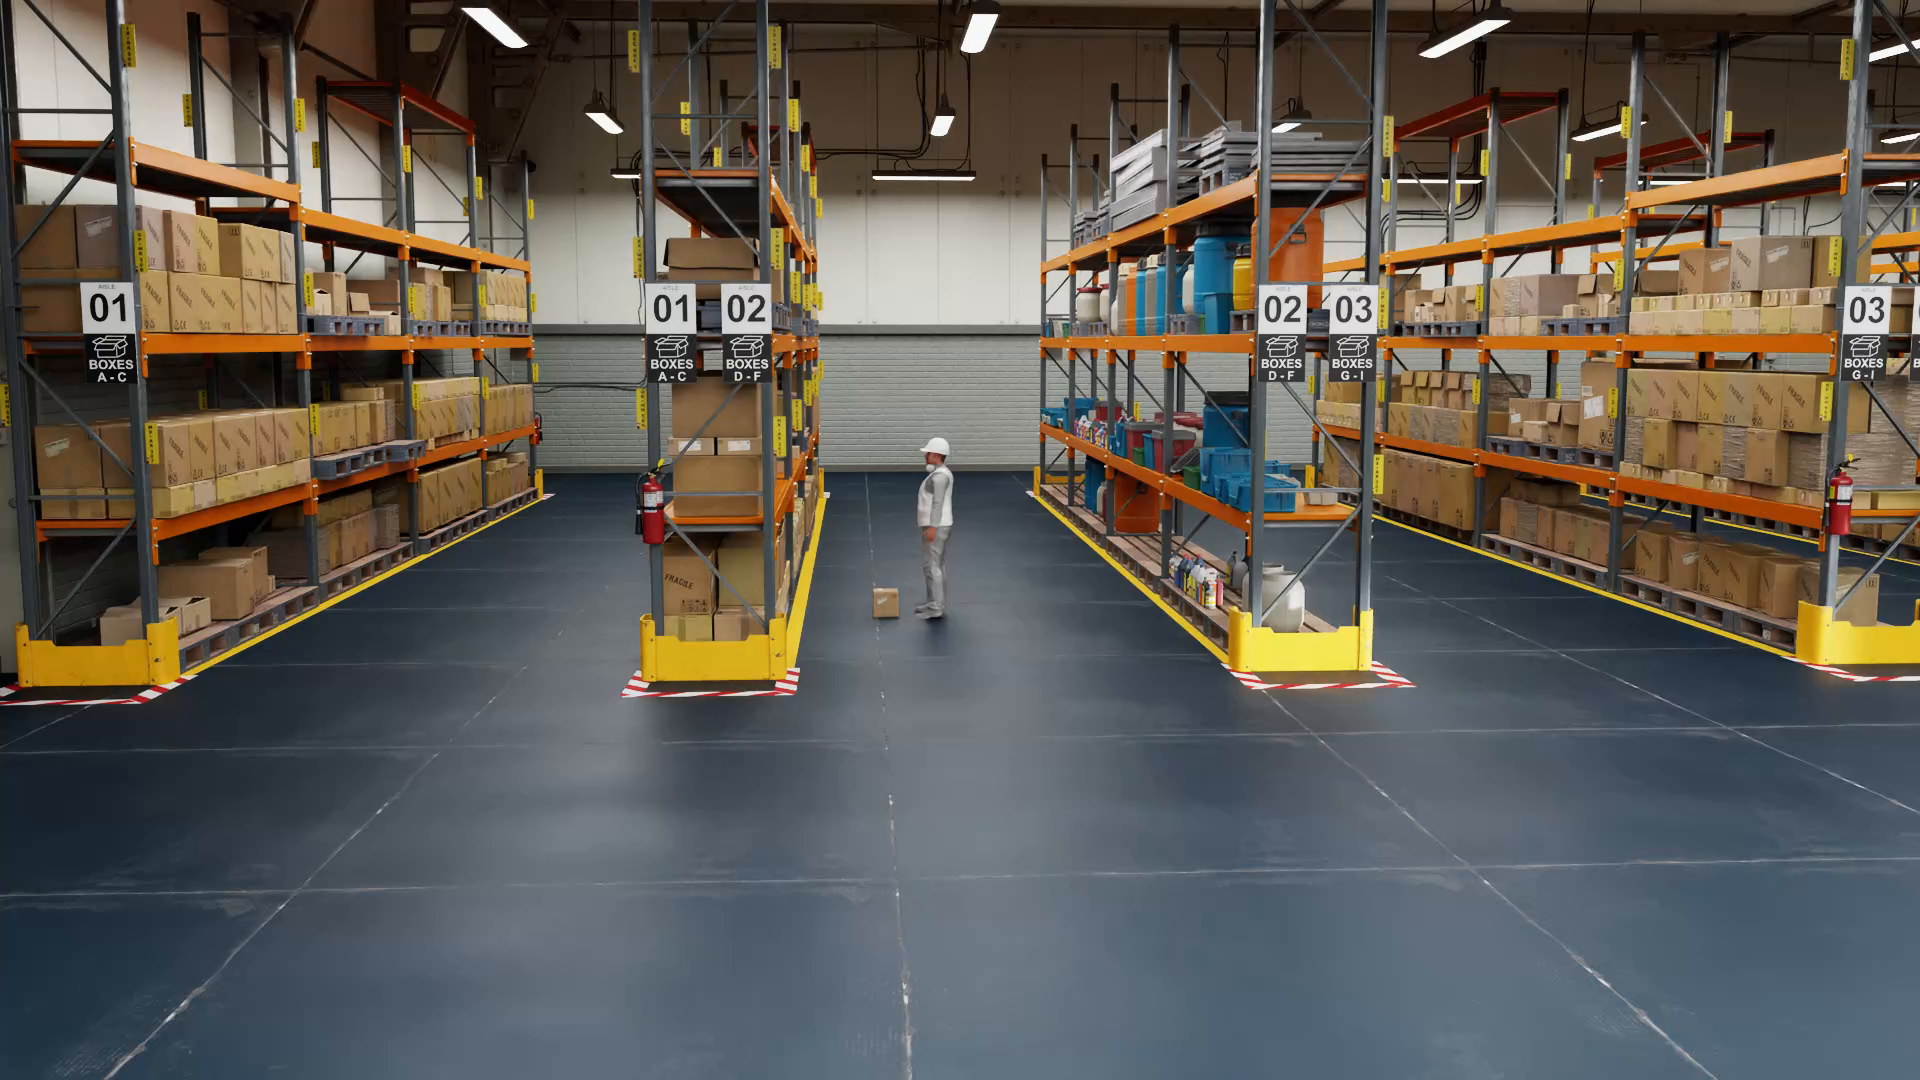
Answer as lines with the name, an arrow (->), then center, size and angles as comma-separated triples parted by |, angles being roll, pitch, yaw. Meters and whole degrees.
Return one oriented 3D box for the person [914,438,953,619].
person -> -0.268, -0.126, 16.690 | 0.385, 1.796, 0.596 | 0, 7, 4
